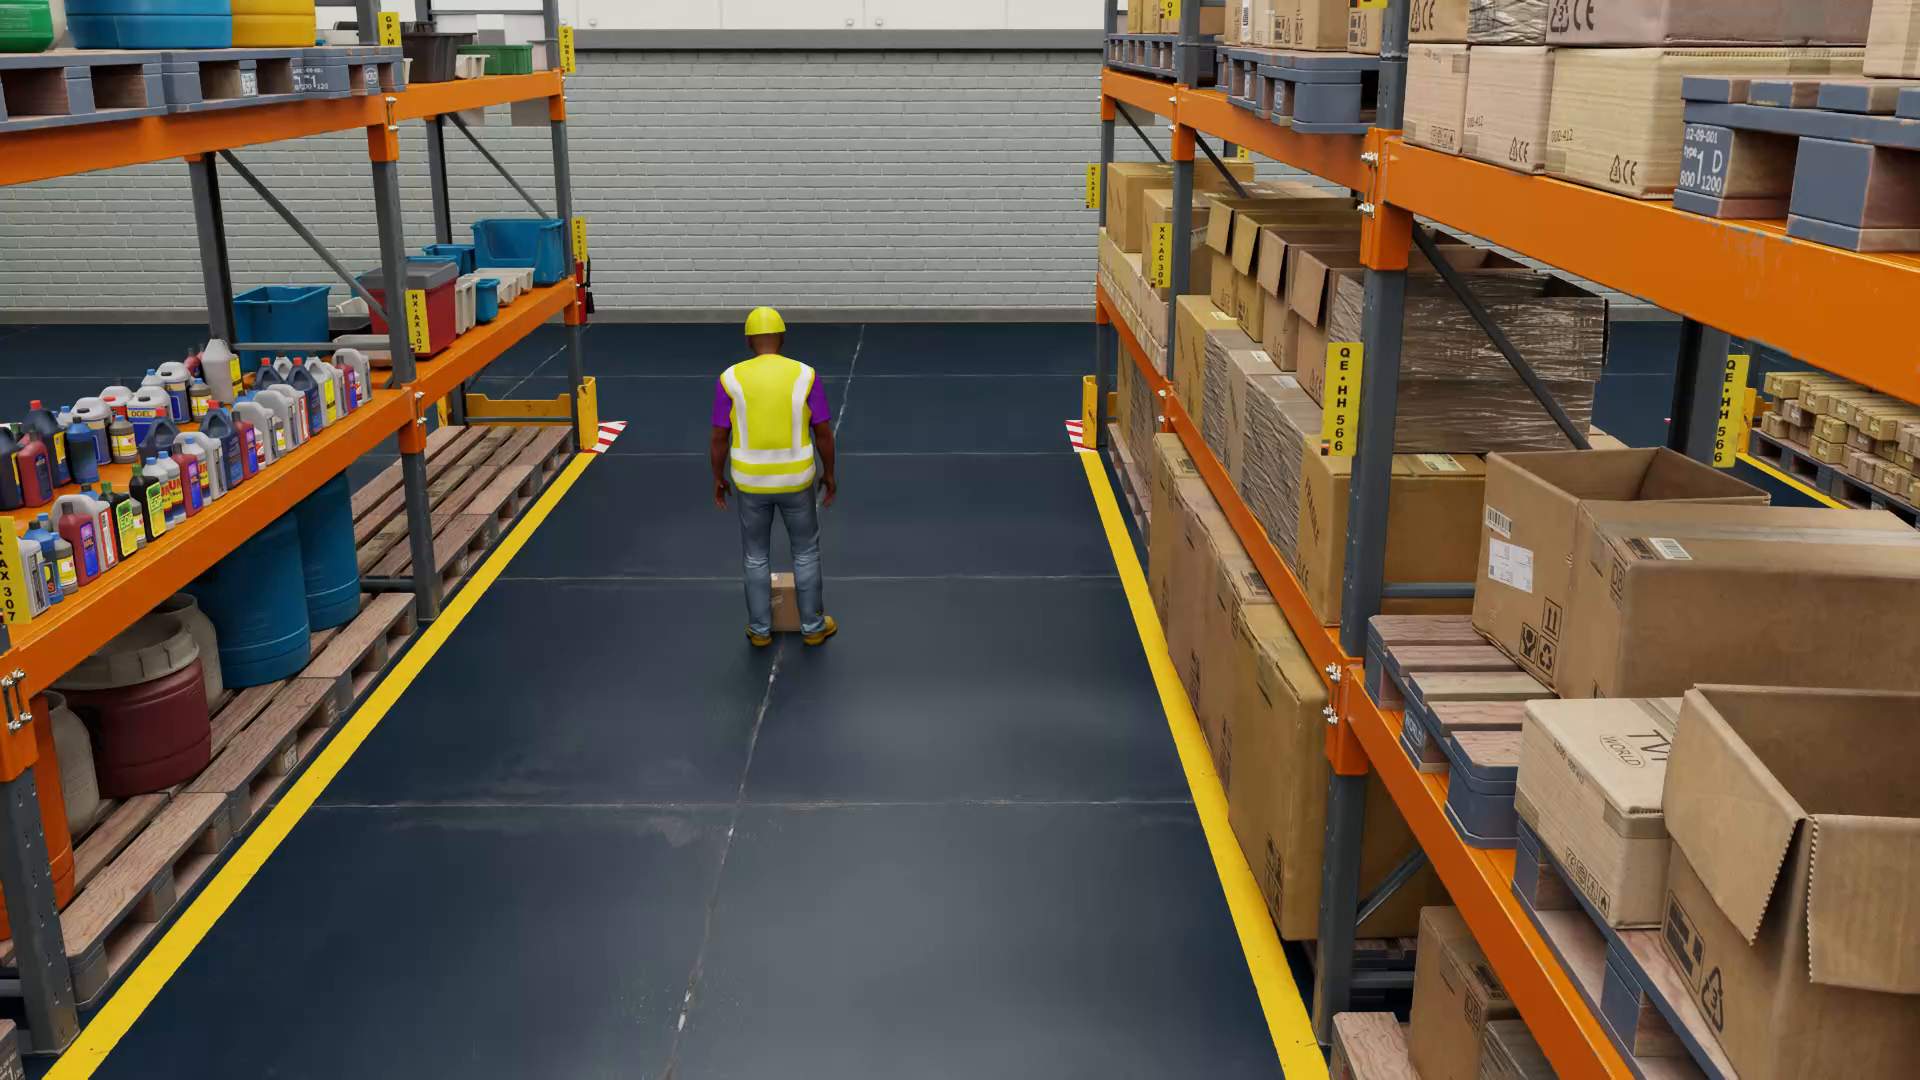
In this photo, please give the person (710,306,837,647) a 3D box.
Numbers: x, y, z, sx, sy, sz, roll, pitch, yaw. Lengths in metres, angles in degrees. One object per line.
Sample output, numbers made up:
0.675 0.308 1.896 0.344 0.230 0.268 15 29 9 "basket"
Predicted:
-0.956 -0.320 8.562 0.634 1.760 0.457 -1 17 -4 "person"
